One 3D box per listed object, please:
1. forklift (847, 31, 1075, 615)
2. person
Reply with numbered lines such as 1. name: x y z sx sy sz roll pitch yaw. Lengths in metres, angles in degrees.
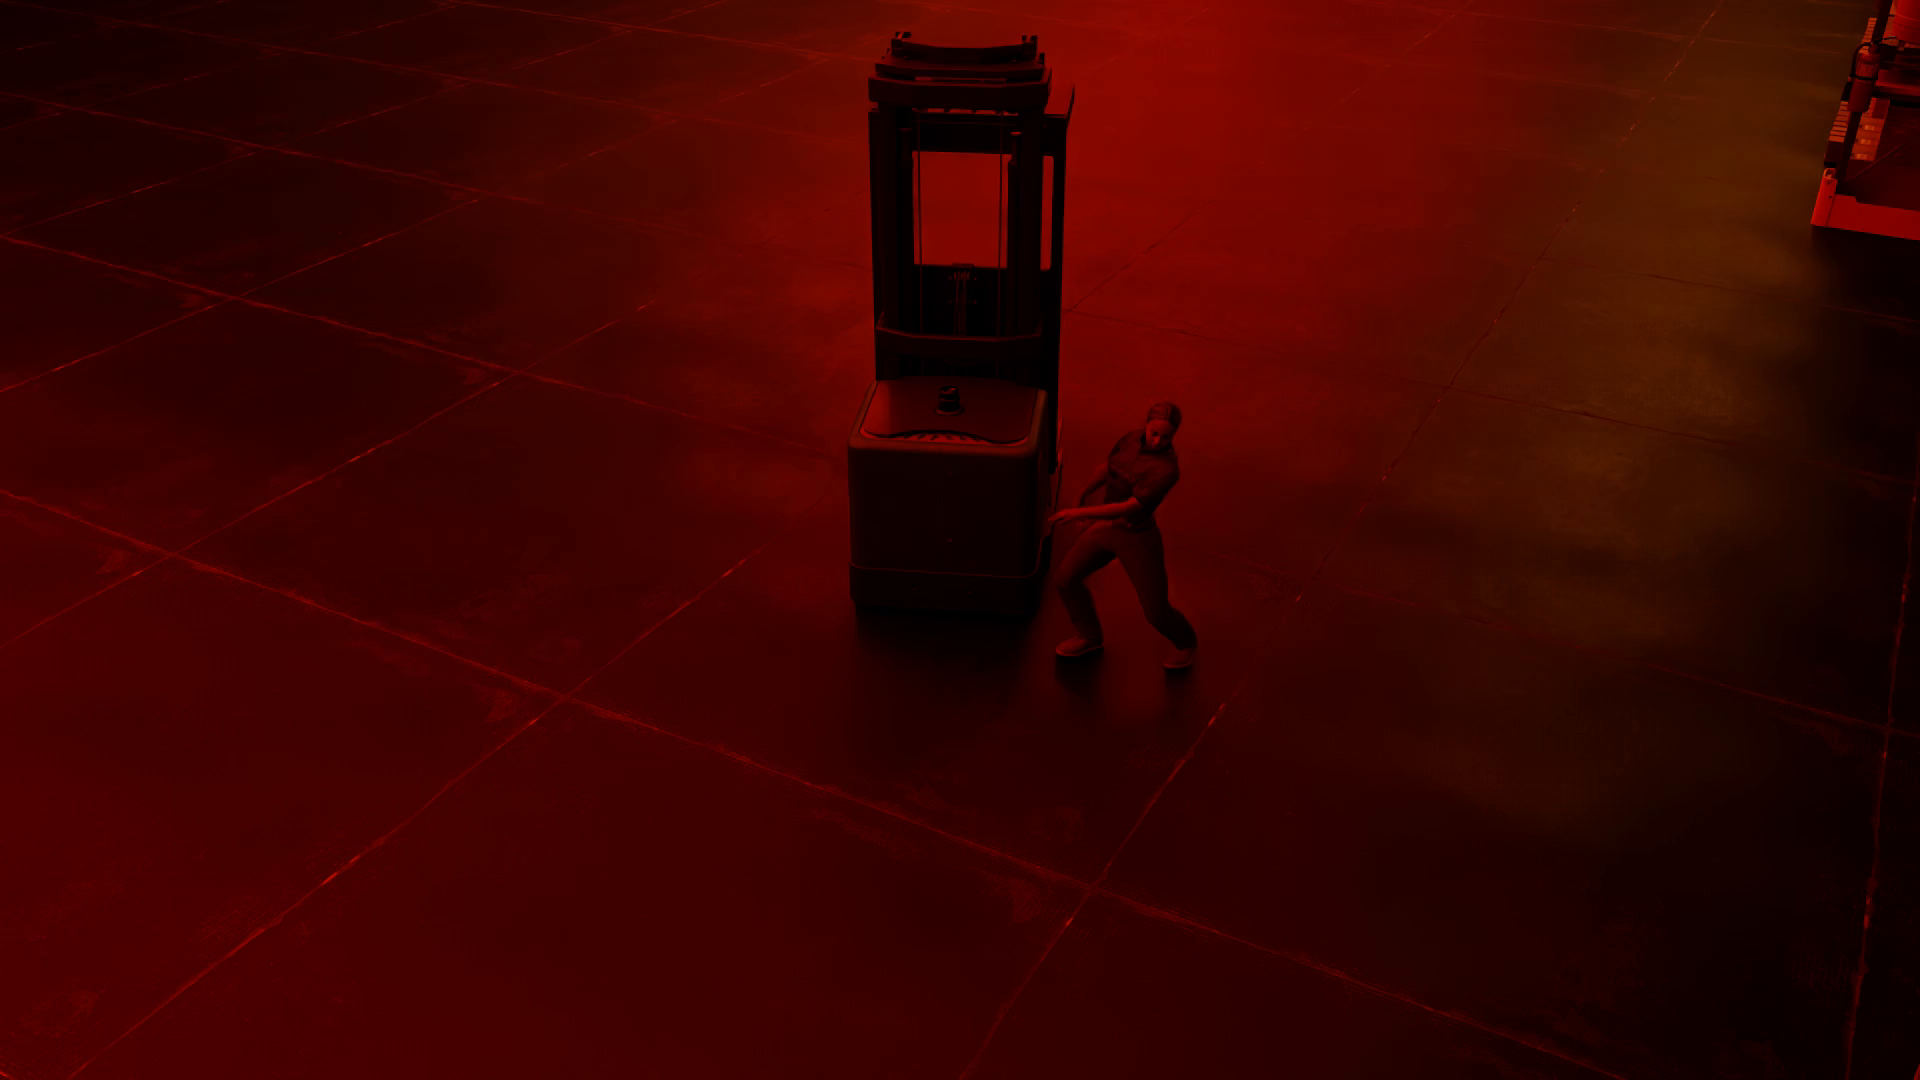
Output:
1. forklift: 0.072 -1.572 9.794 1.130 2.935 3.031 3 30 6
2. person: 0.797 -0.036 8.522 0.822 1.531 0.728 -22 37 -33
